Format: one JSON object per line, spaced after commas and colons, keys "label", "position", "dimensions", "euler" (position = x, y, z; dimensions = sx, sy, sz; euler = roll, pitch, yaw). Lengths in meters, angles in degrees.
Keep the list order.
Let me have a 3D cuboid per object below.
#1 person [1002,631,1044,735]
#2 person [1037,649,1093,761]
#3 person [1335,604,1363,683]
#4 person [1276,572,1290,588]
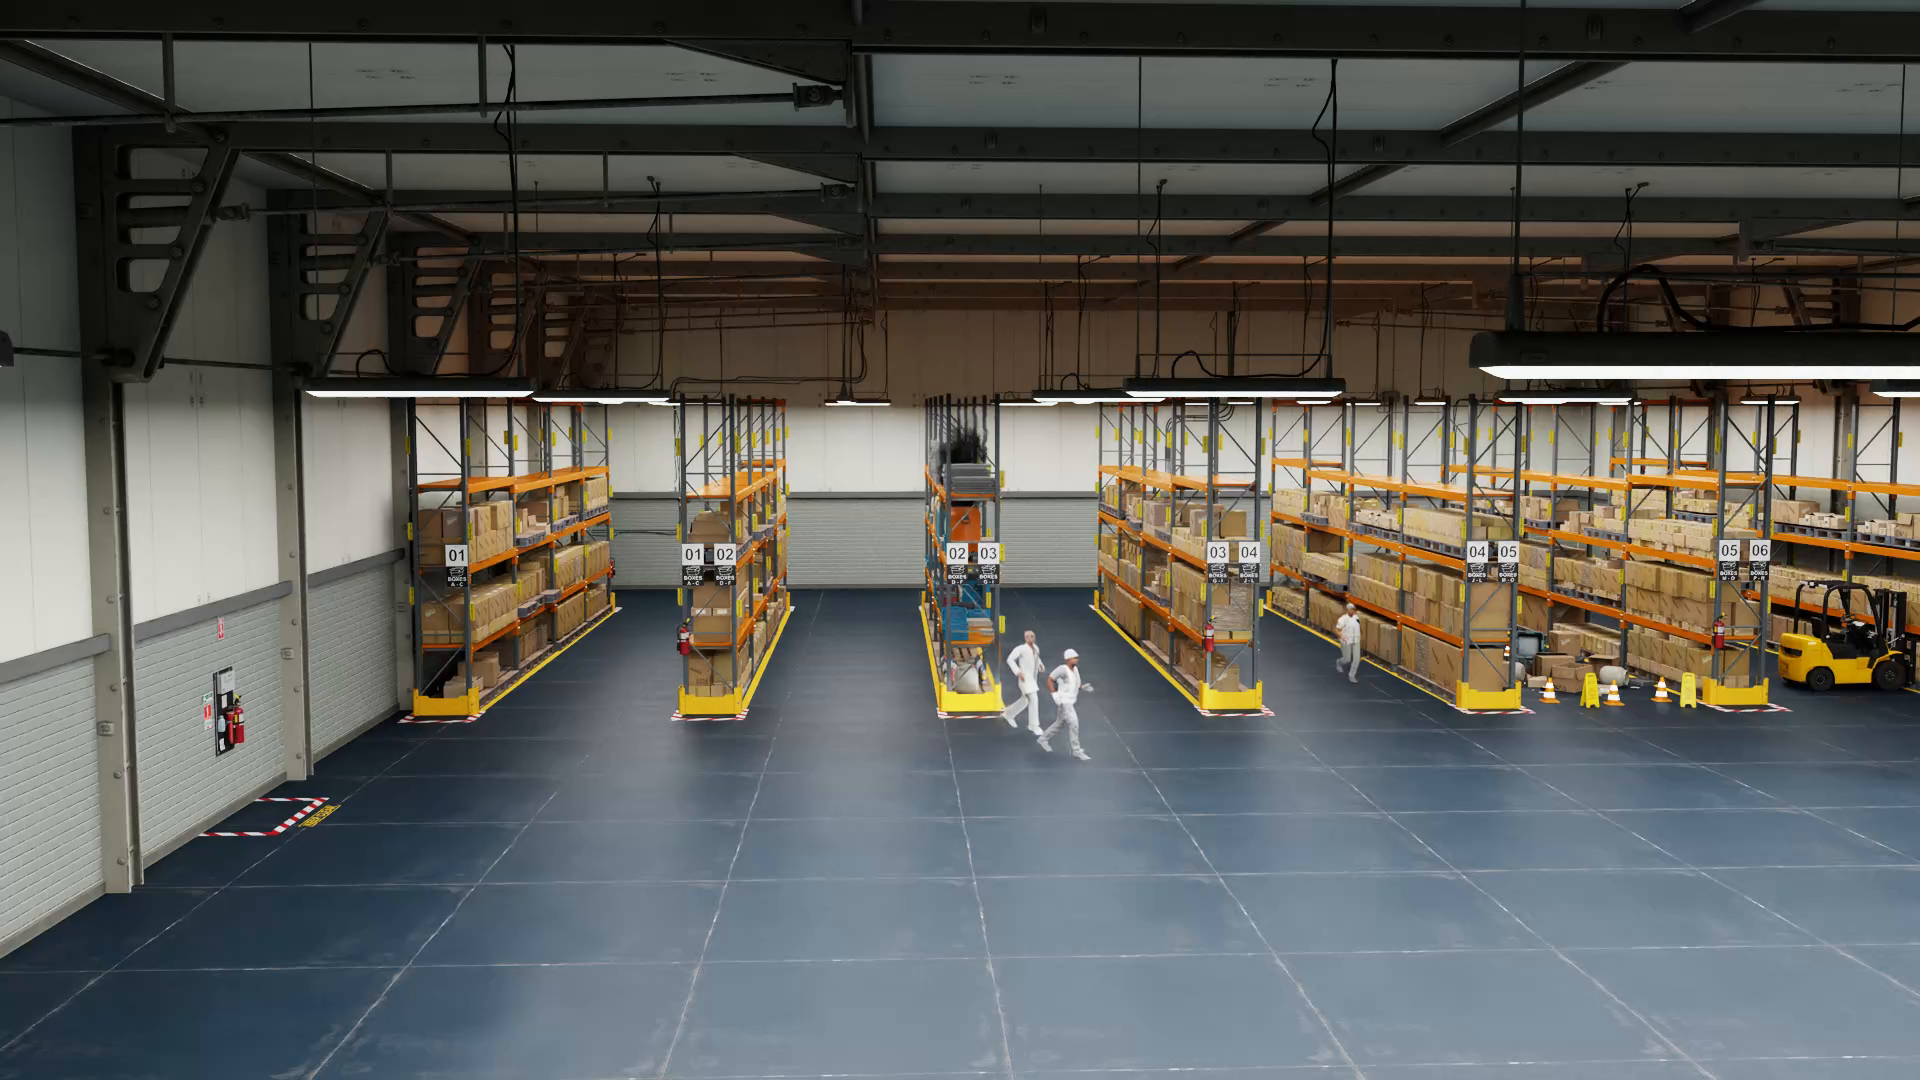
{"label": "person", "position": [1.165, 2.503, 29.489], "dimensions": [0.939, 1.817, 0.718], "euler": [3, 5, 32]}
{"label": "person", "position": [1.707, 2.676, 27.272], "dimensions": [0.982, 1.797, 0.625], "euler": [2, 5, 22]}
{"label": "person", "position": [8.213, 2.154, 35.073], "dimensions": [0.608, 1.643, 0.685], "euler": [-1, 5, -12]}
{"label": "person", "position": [9.550, 1.019, 49.215], "dimensions": [0.738, 1.621, 0.879], "euler": [1, 5, 9]}
